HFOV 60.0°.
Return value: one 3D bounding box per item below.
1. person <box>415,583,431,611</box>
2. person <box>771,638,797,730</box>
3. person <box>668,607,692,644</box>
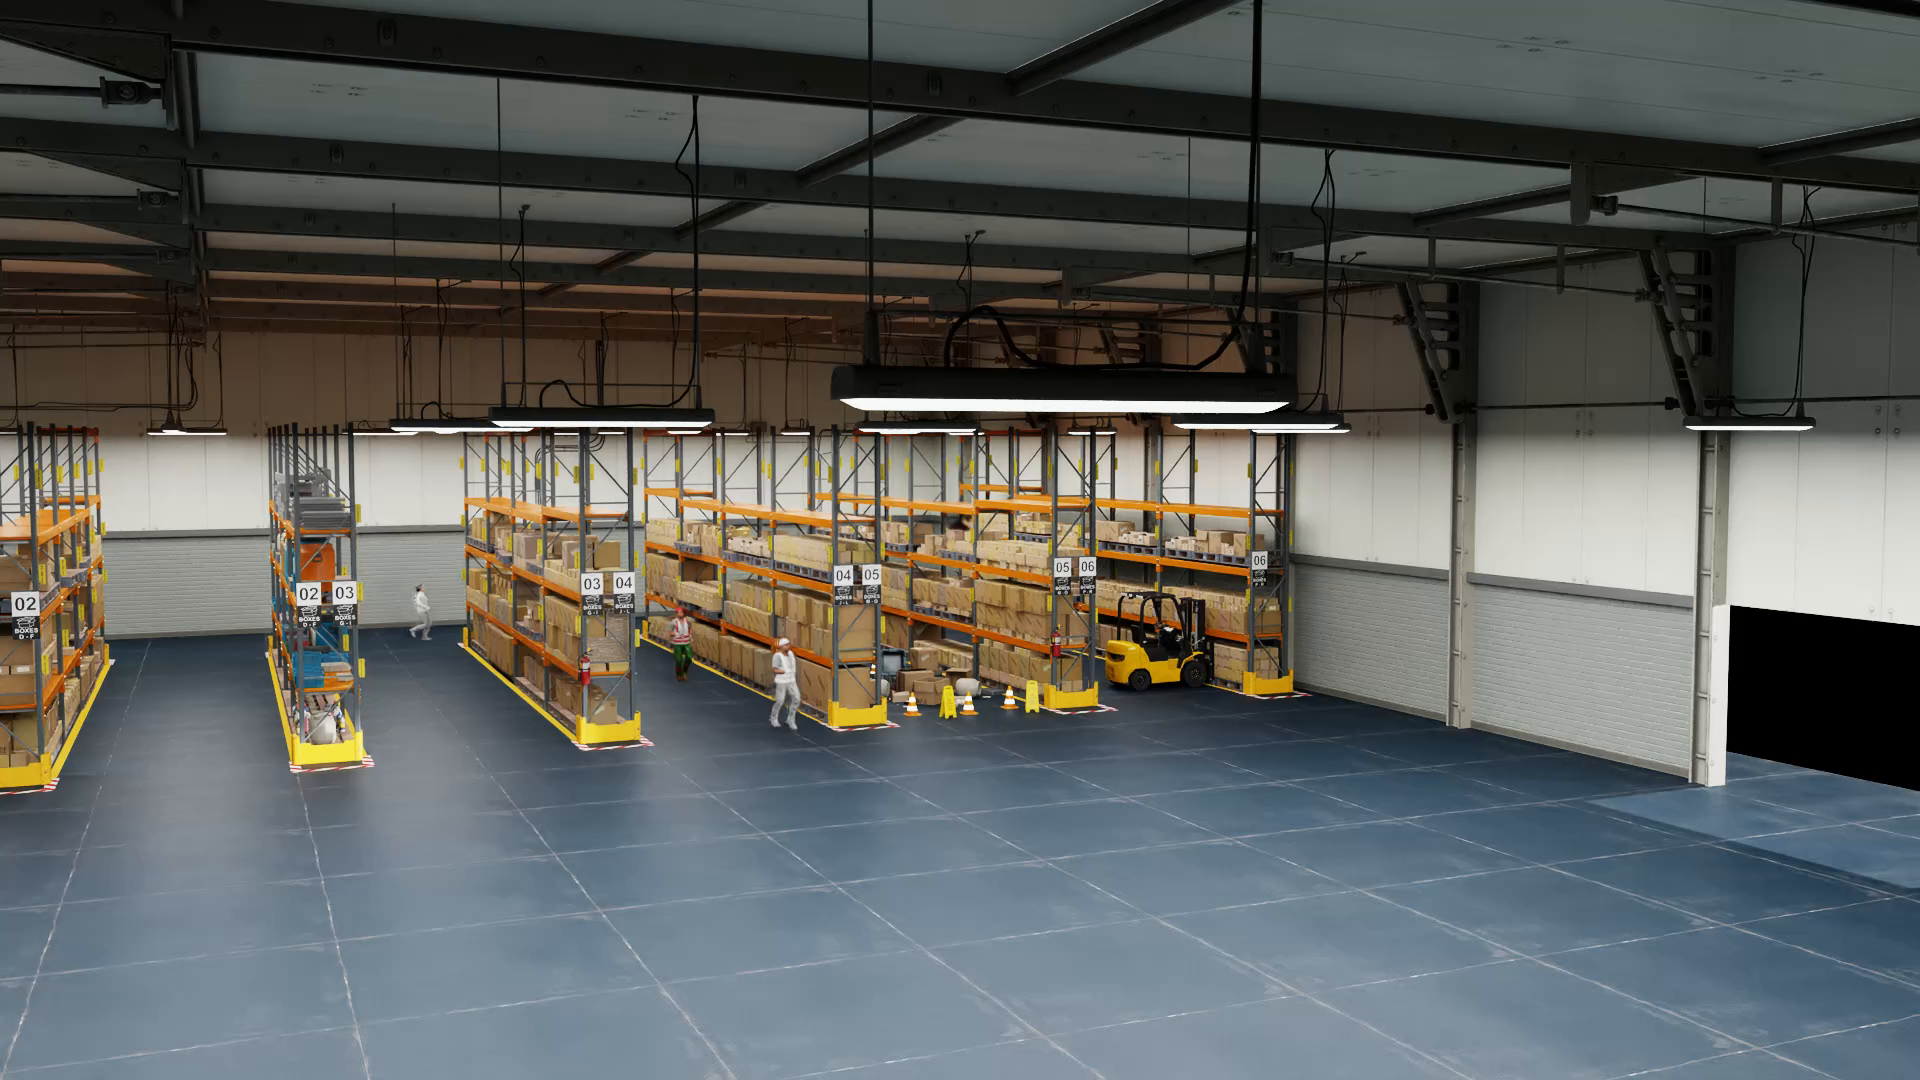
[{"bbox_3d":[-15.200,1.605,47.062,0.434,0.805,0.452,-1,4,-16],"label":"person"},{"bbox_3d":[-3.430,2.836,32.656,0.767,1.829,0.680,3,5,44],"label":"person"},{"bbox_3d":[-6.541,1.999,39.037,0.636,0.870,0.454,-2,4,-27],"label":"person"}]
